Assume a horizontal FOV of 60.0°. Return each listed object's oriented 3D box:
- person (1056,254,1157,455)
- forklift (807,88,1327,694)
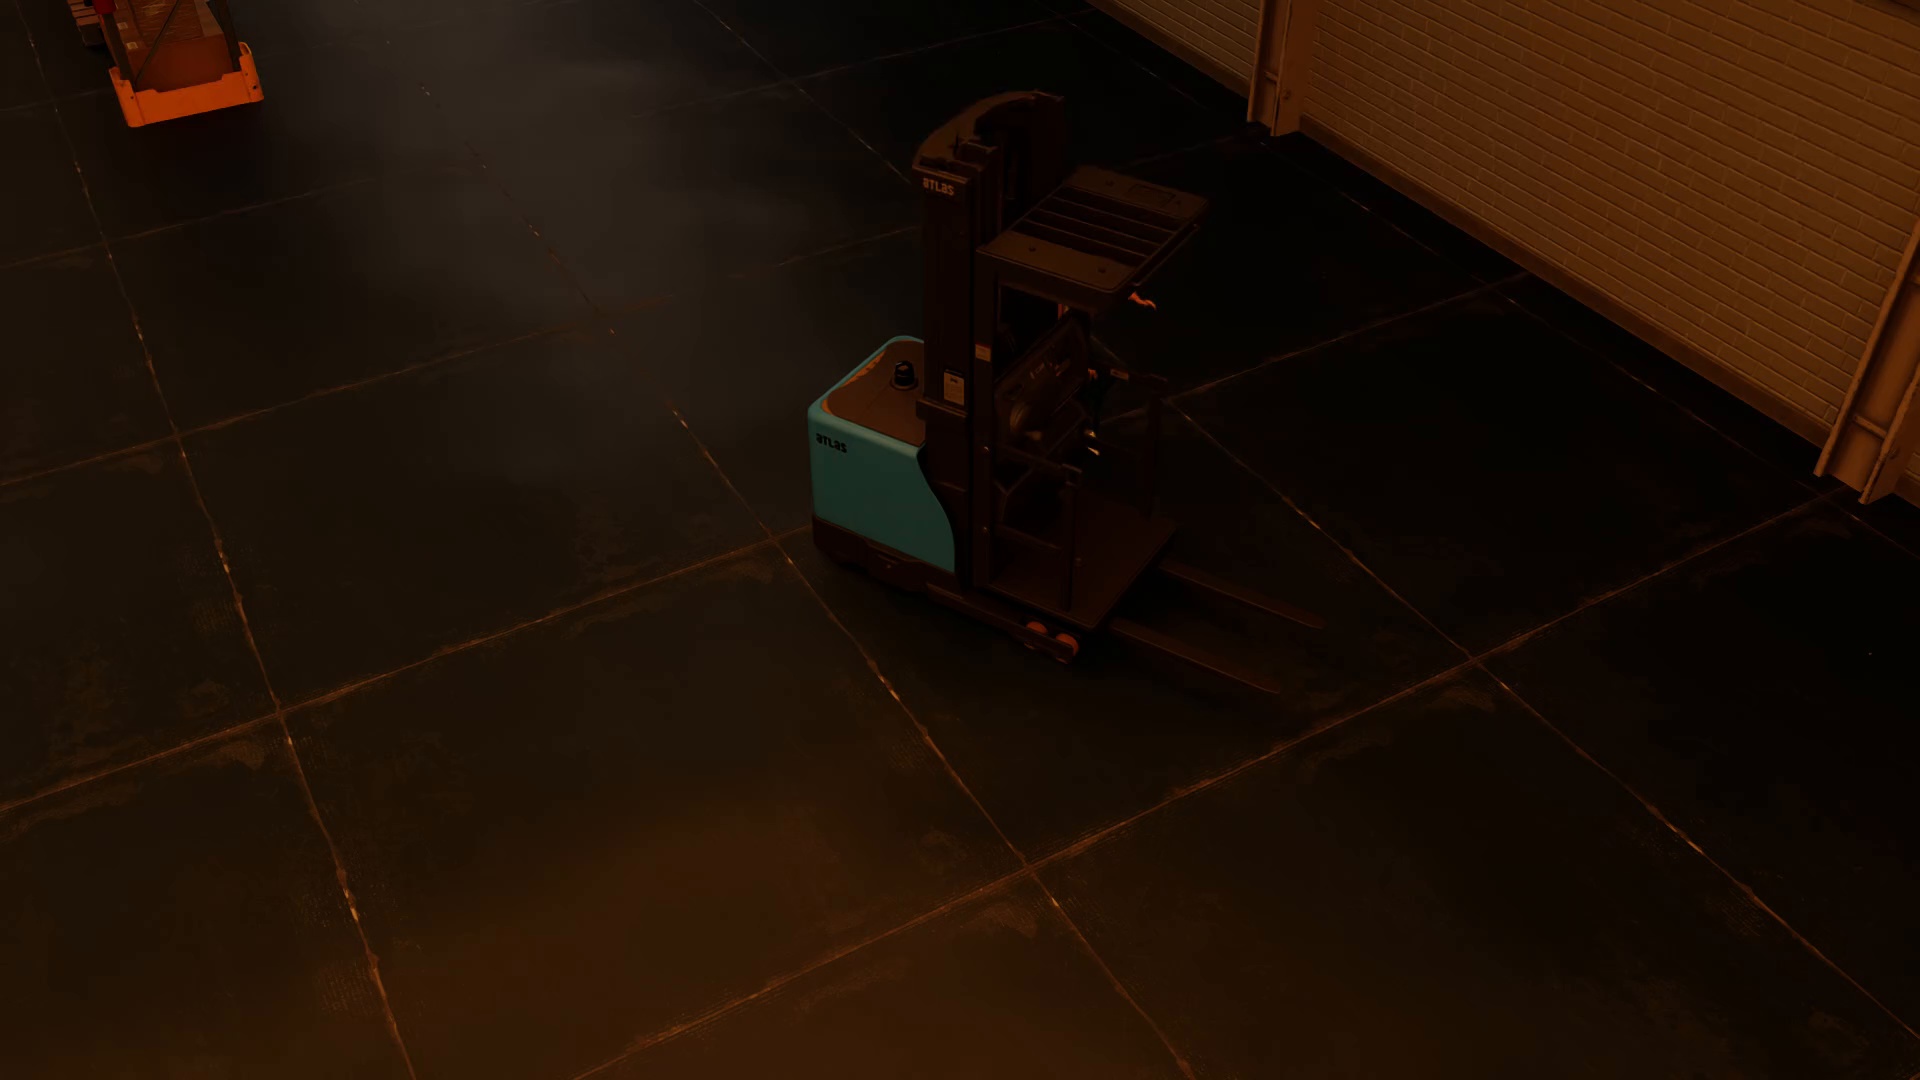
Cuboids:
[{"bbox_3d":[0.844,-1.182,10.679,0.806,1.377,0.775,2,40,3],"label":"person"},{"bbox_3d":[0.621,-0.819,9.024,3.031,2.935,1.130,22,44,24],"label":"forklift"}]
